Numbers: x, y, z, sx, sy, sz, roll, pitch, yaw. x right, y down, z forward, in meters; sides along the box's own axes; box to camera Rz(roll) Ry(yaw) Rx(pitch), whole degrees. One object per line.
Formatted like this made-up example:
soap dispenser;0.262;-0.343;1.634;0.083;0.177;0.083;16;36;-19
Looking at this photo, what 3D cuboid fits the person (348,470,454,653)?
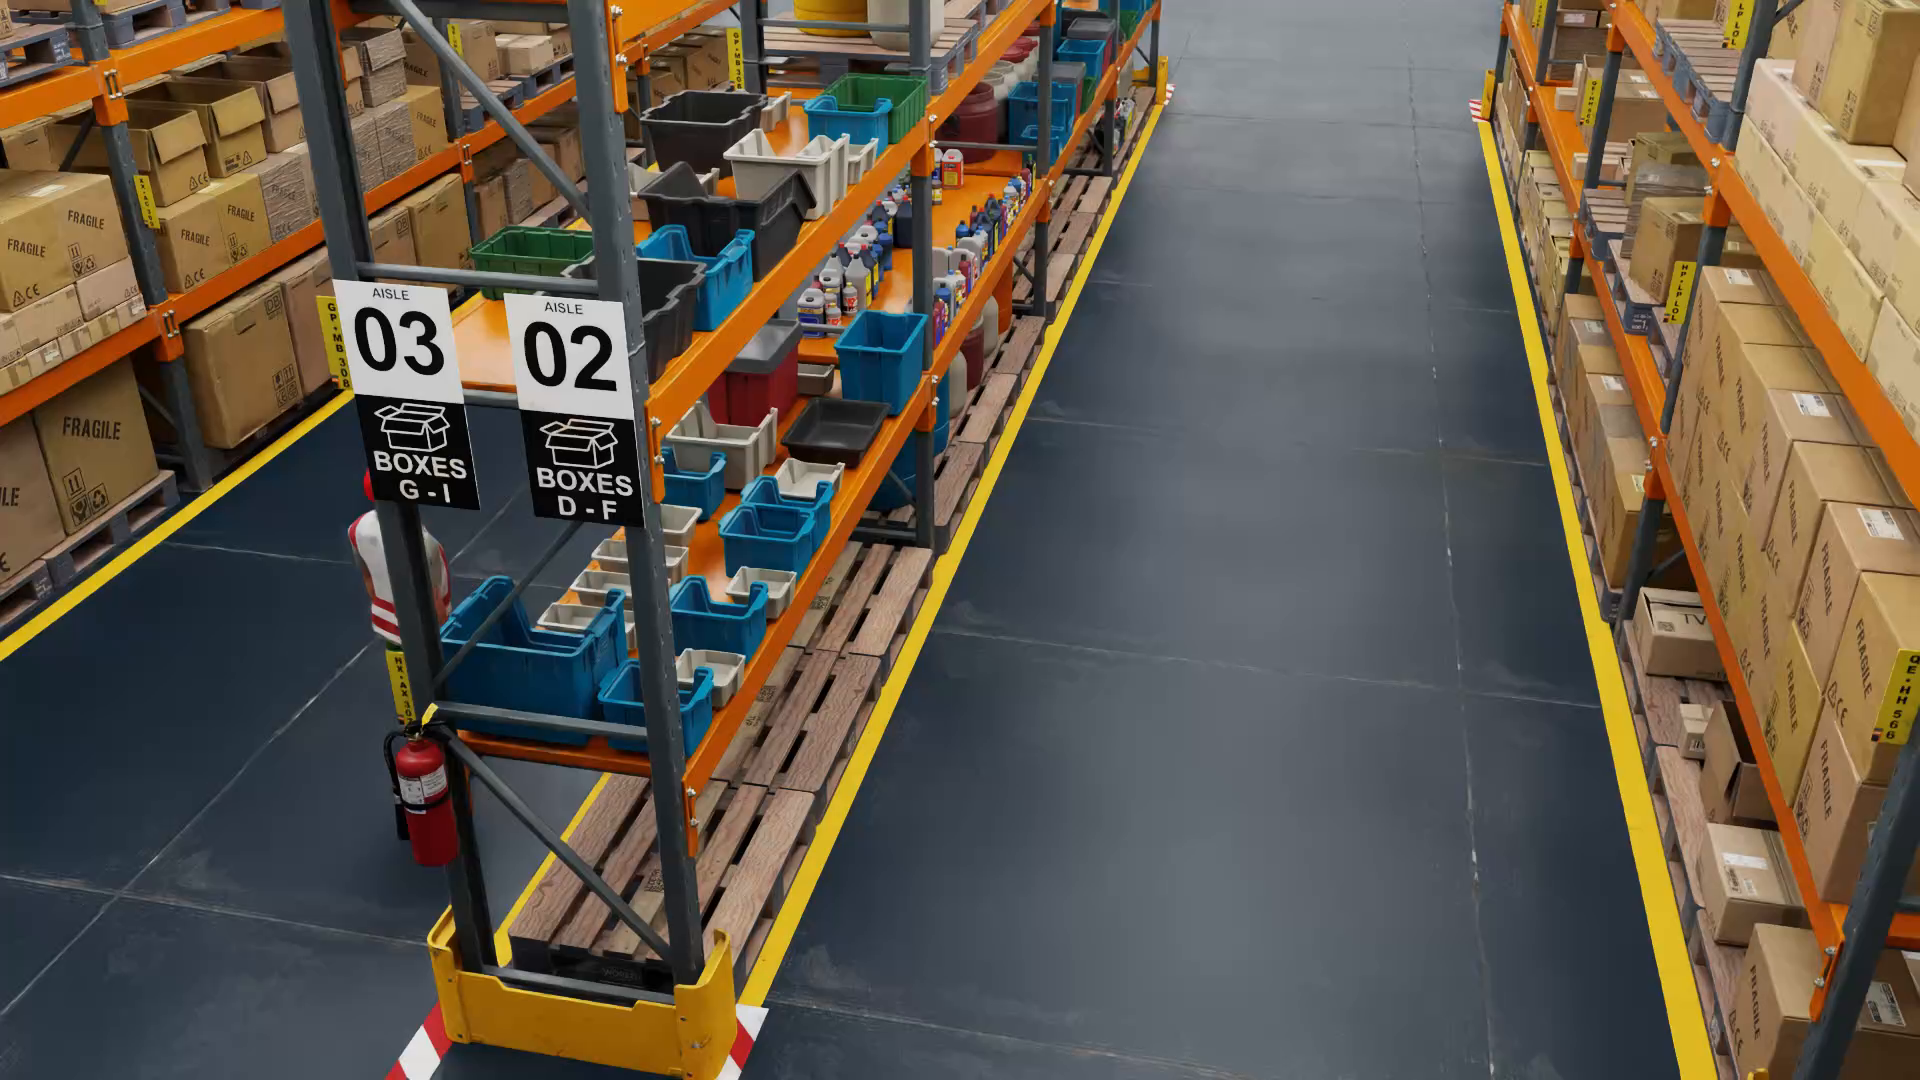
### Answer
person;-2.535;0.435;7.739;0.575;1.783;0.510;17;33;28
